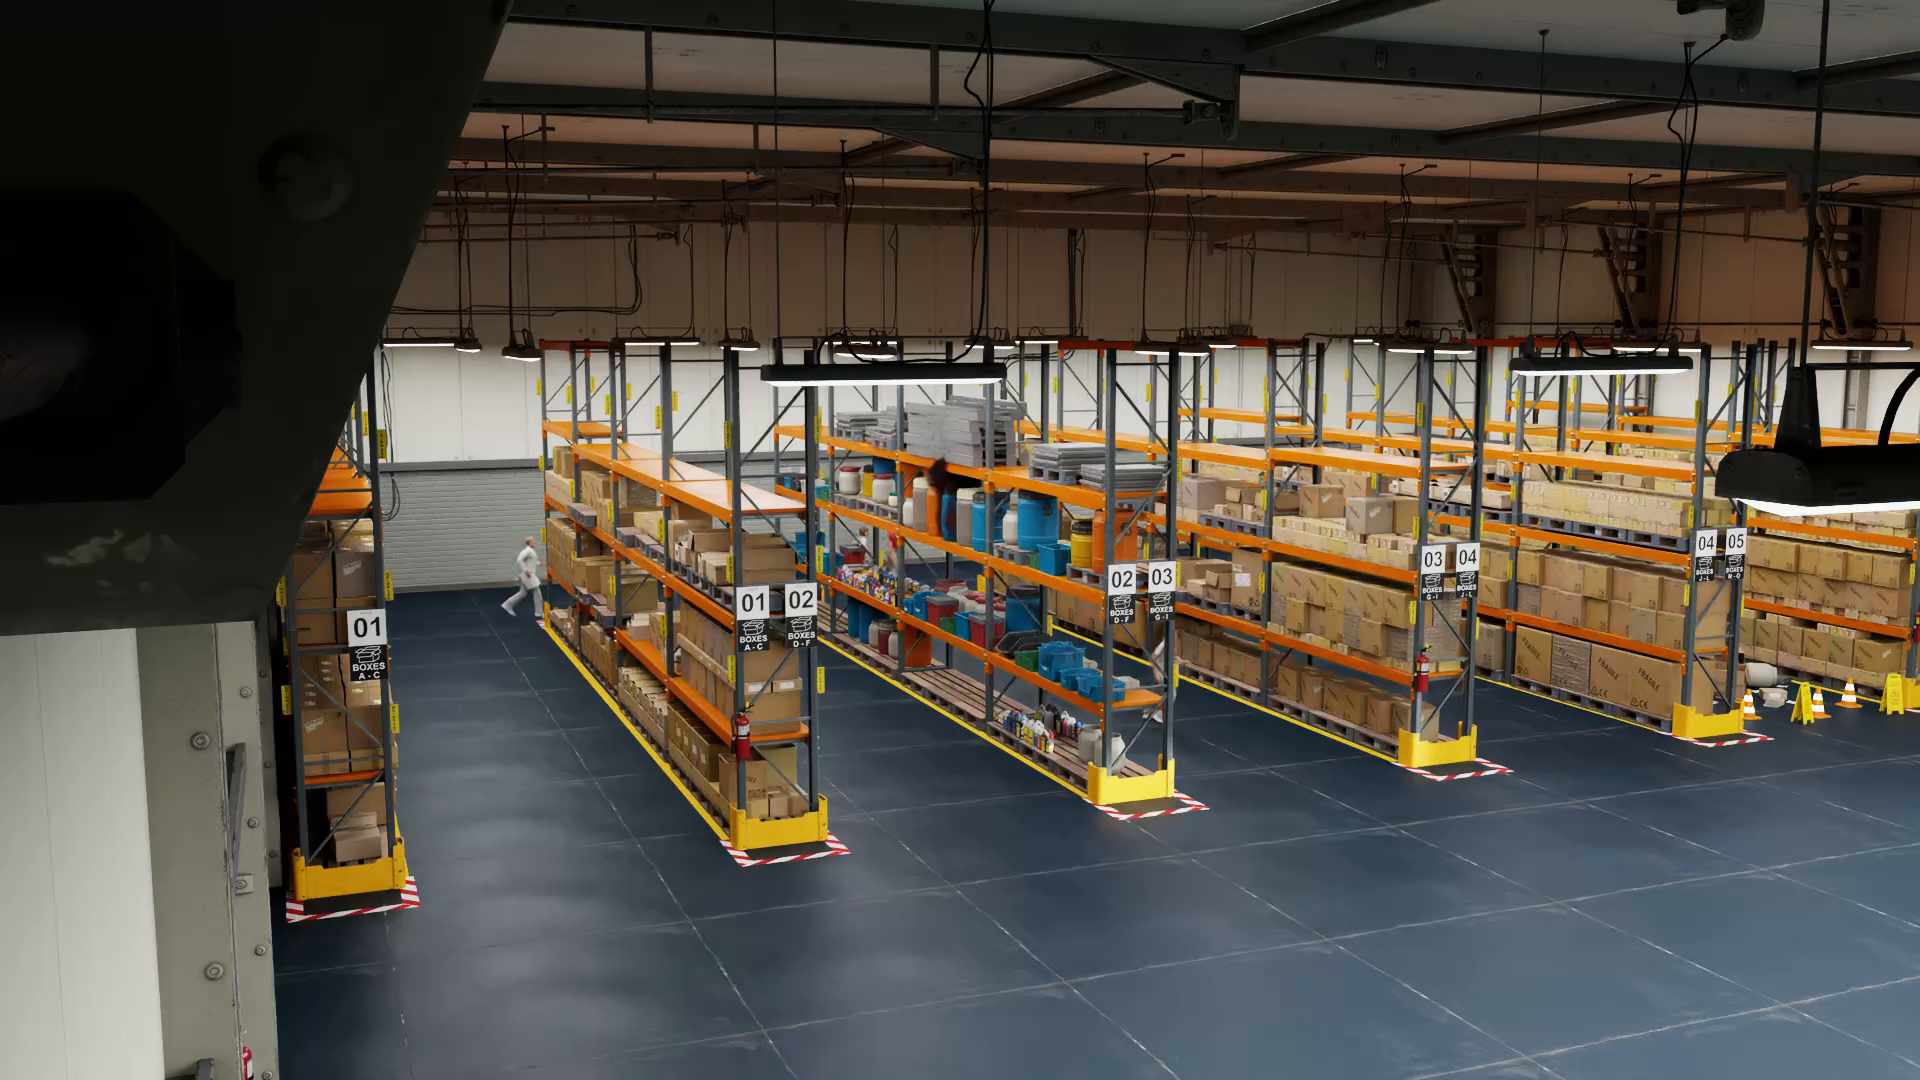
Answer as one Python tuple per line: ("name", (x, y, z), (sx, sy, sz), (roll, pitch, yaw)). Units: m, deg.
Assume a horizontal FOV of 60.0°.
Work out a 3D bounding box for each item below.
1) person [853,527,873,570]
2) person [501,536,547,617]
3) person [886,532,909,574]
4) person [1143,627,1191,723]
("person", (-2.292, 0.476, 39.034), (0.639, 1.594, 0.597), (0, 7, -3))
("person", (-9.323, 0.813, 35.697), (1.057, 1.789, 0.661), (-3, 8, -20))
("person", (-1.529, 0.367, 39.430), (0.578, 1.690, 0.721), (2, 8, 13))
("person", (3.268, 2.140, 26.423), (0.788, 1.632, 0.599), (2, 8, 18))
